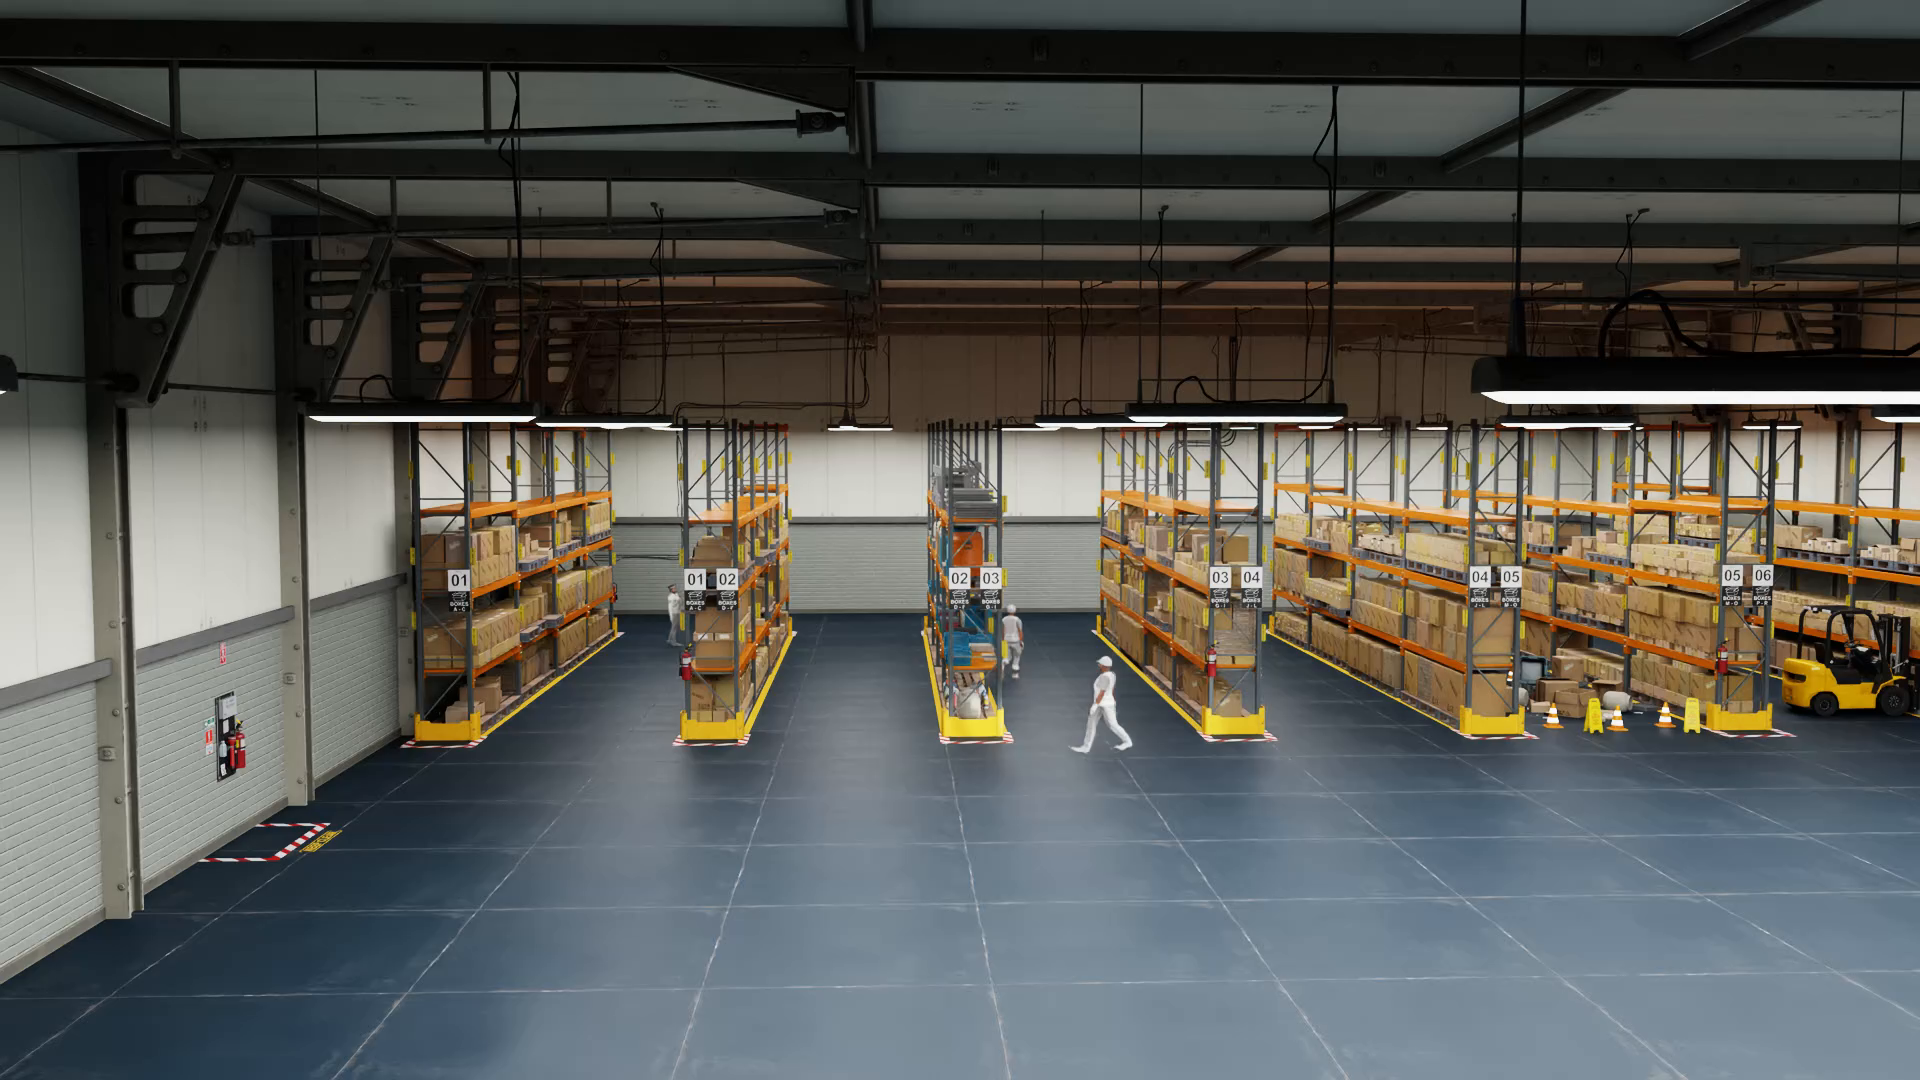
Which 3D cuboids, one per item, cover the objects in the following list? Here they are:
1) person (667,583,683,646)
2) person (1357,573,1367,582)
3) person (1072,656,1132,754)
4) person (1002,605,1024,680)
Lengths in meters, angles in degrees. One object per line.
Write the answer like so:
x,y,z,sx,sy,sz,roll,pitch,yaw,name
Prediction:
-7.668,2.012,44.740,0.439,1.712,0.507,0,4,-3,person
11.877,1.772,49.115,0.428,1.608,0.406,0,4,6,person
2.565,2.949,29.707,1.052,1.750,0.504,-2,4,-25,person
1.155,2.372,38.417,0.736,1.770,0.568,-4,5,-45,person
